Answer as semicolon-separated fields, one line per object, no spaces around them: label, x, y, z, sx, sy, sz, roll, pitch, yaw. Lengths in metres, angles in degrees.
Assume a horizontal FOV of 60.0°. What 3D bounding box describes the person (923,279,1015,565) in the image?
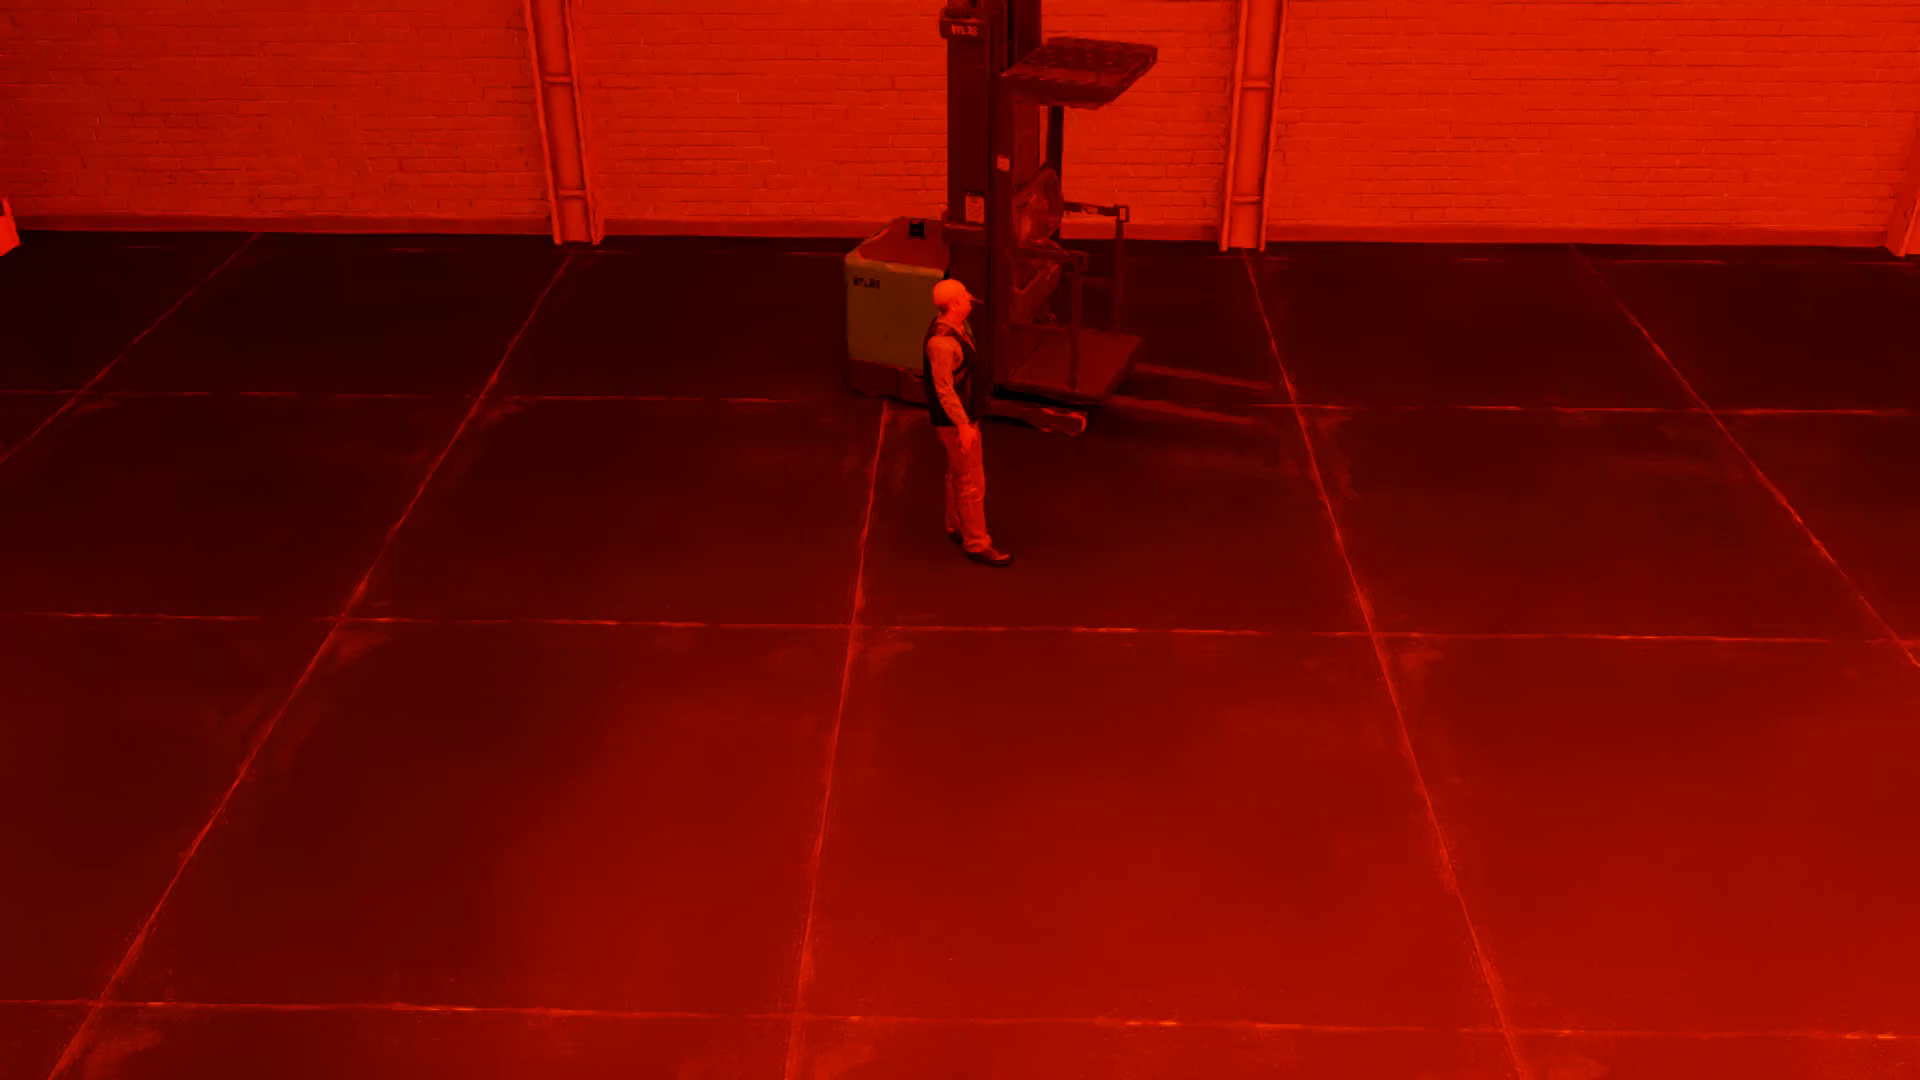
person;0.062;-0.743;10.051;0.567;1.720;0.632;1;31;1

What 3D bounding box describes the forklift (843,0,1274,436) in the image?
forklift;0.724;-2.301;11.516;3.031;2.935;1.130;11;32;18
